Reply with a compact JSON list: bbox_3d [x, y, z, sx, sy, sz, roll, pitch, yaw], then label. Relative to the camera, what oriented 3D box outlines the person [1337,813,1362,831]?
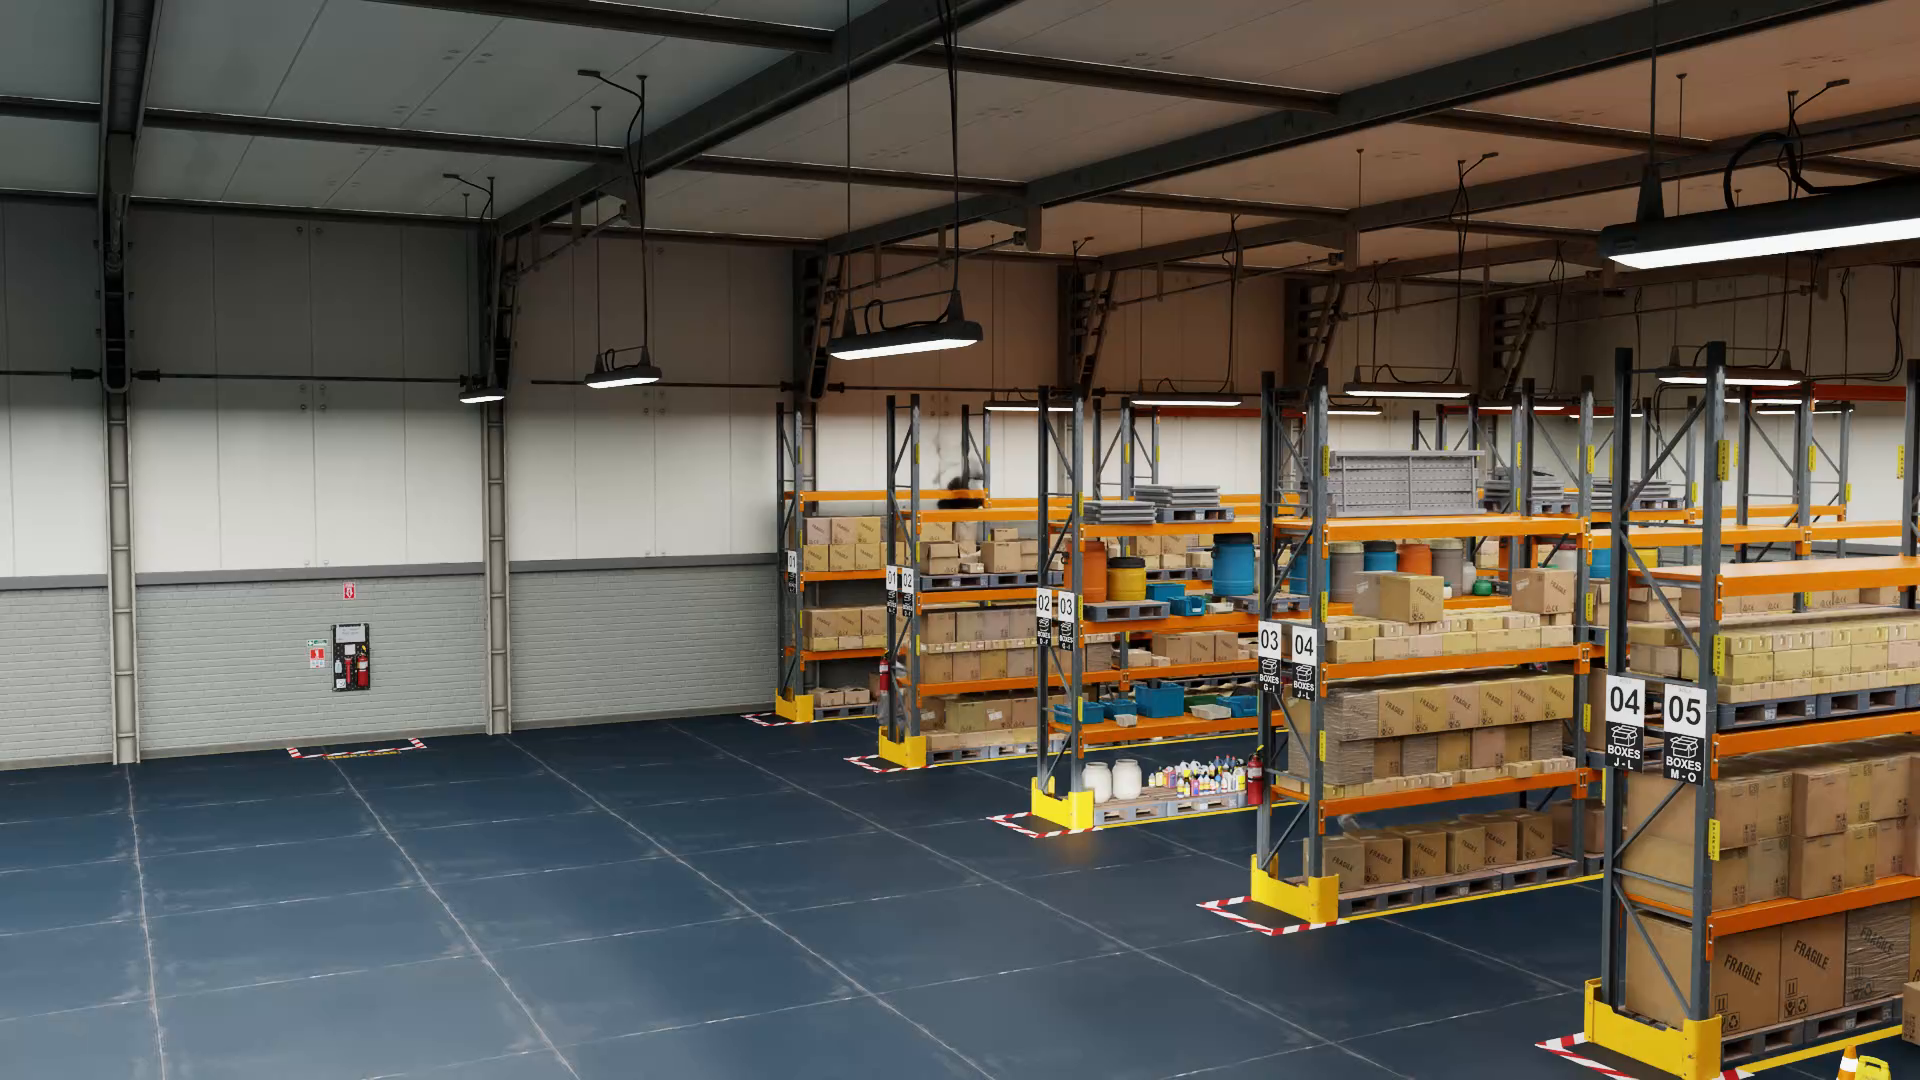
[{"bbox_3d":[4.877,3.161,20.673,0.621,1.634,0.543,-2,4,-29],"label":"person"}]

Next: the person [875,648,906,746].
[{"bbox_3d":[-1.184,2.682,28.790,0.656,1.735,0.650,-2,4,-31],"label":"person"}]

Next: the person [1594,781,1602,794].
[{"bbox_3d":[9.059,3.006,24.021,0.648,1.641,0.608,-2,4,-33],"label":"person"}]
